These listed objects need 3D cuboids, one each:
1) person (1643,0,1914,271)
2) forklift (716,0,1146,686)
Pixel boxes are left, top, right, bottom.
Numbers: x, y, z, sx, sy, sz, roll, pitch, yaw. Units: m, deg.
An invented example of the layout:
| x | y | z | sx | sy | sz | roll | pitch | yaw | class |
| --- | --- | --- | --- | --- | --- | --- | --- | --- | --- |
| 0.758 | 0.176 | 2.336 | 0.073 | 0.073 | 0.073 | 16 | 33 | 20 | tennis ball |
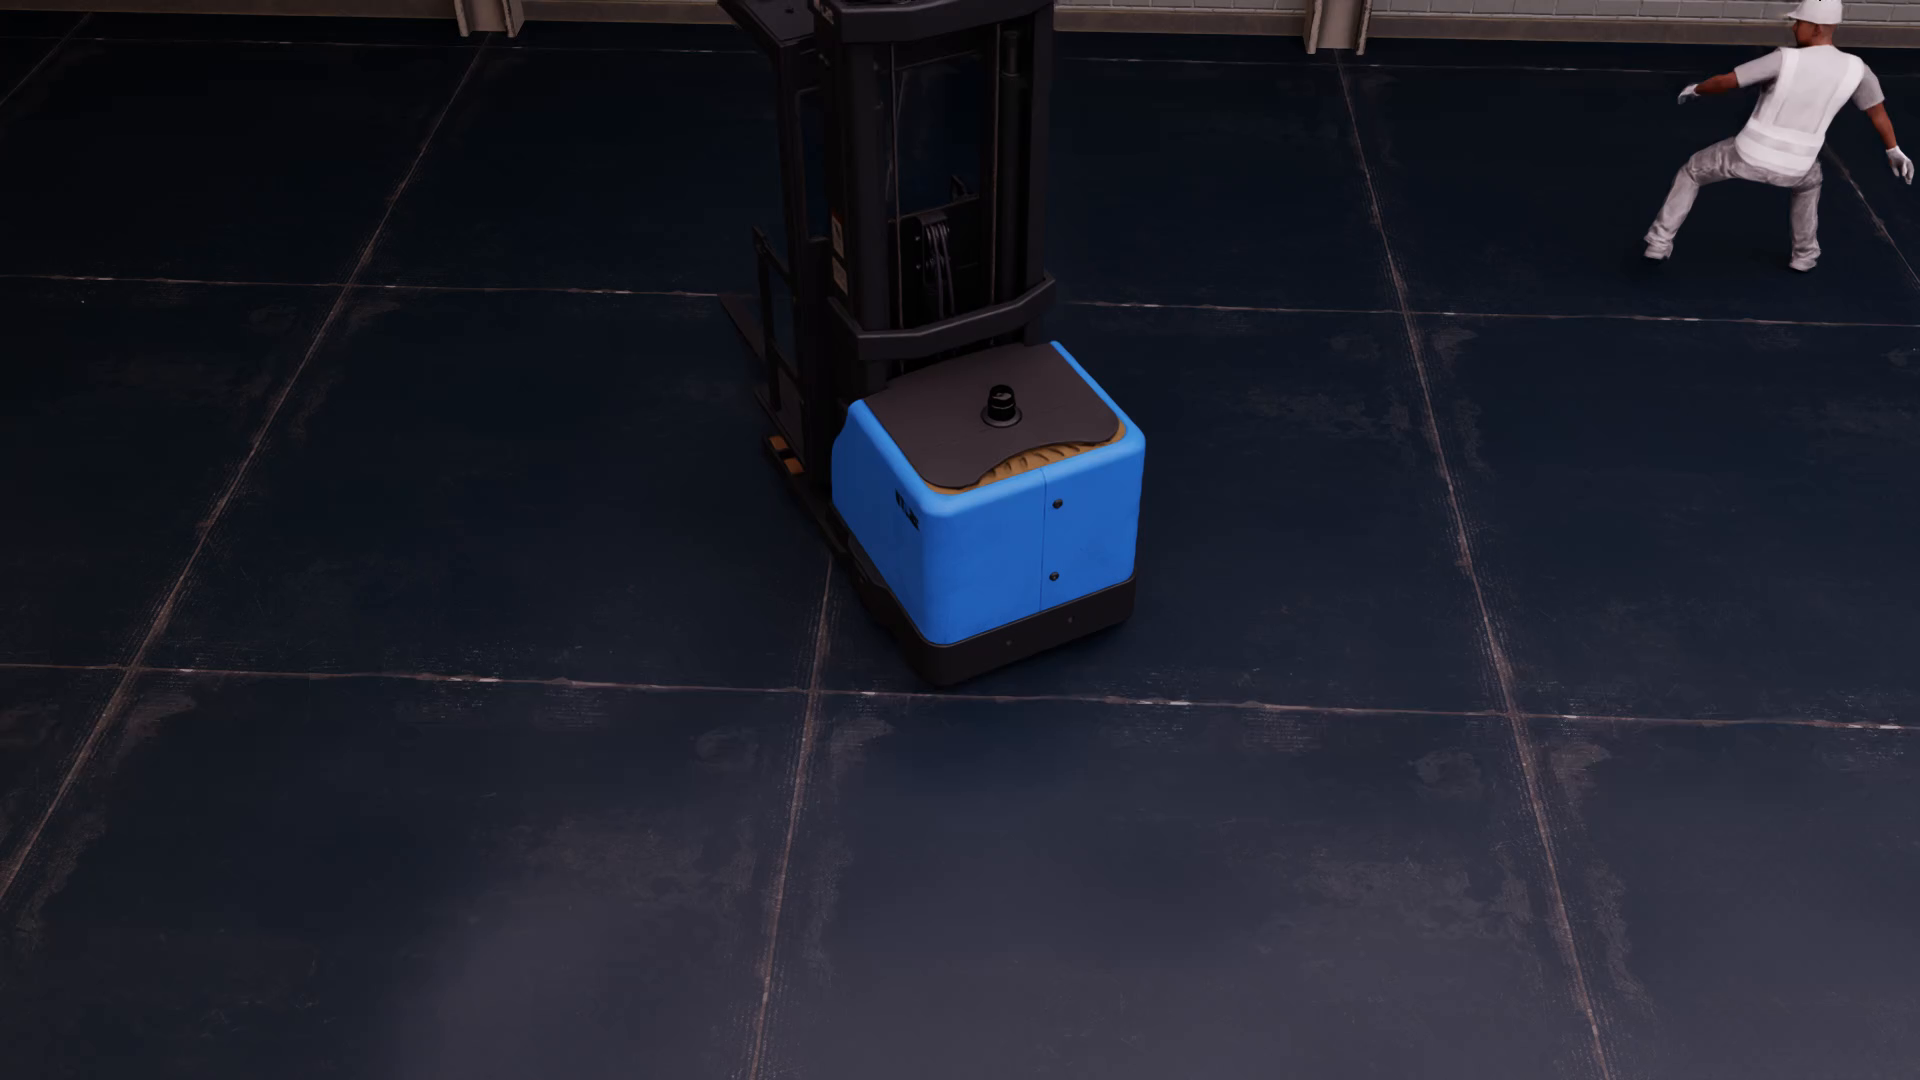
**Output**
| x | y | z | sx | sy | sz | roll | pitch | yaw | class |
| --- | --- | --- | --- | --- | --- | --- | --- | --- | --- |
| 4.532 | -2.140 | 9.116 | 1.233 | 1.683 | 0.555 | 9 | 43 | 10 | person |
| -0.333 | -1.450 | 7.331 | 1.130 | 2.935 | 3.031 | -19 | 46 | -19 | forklift |
